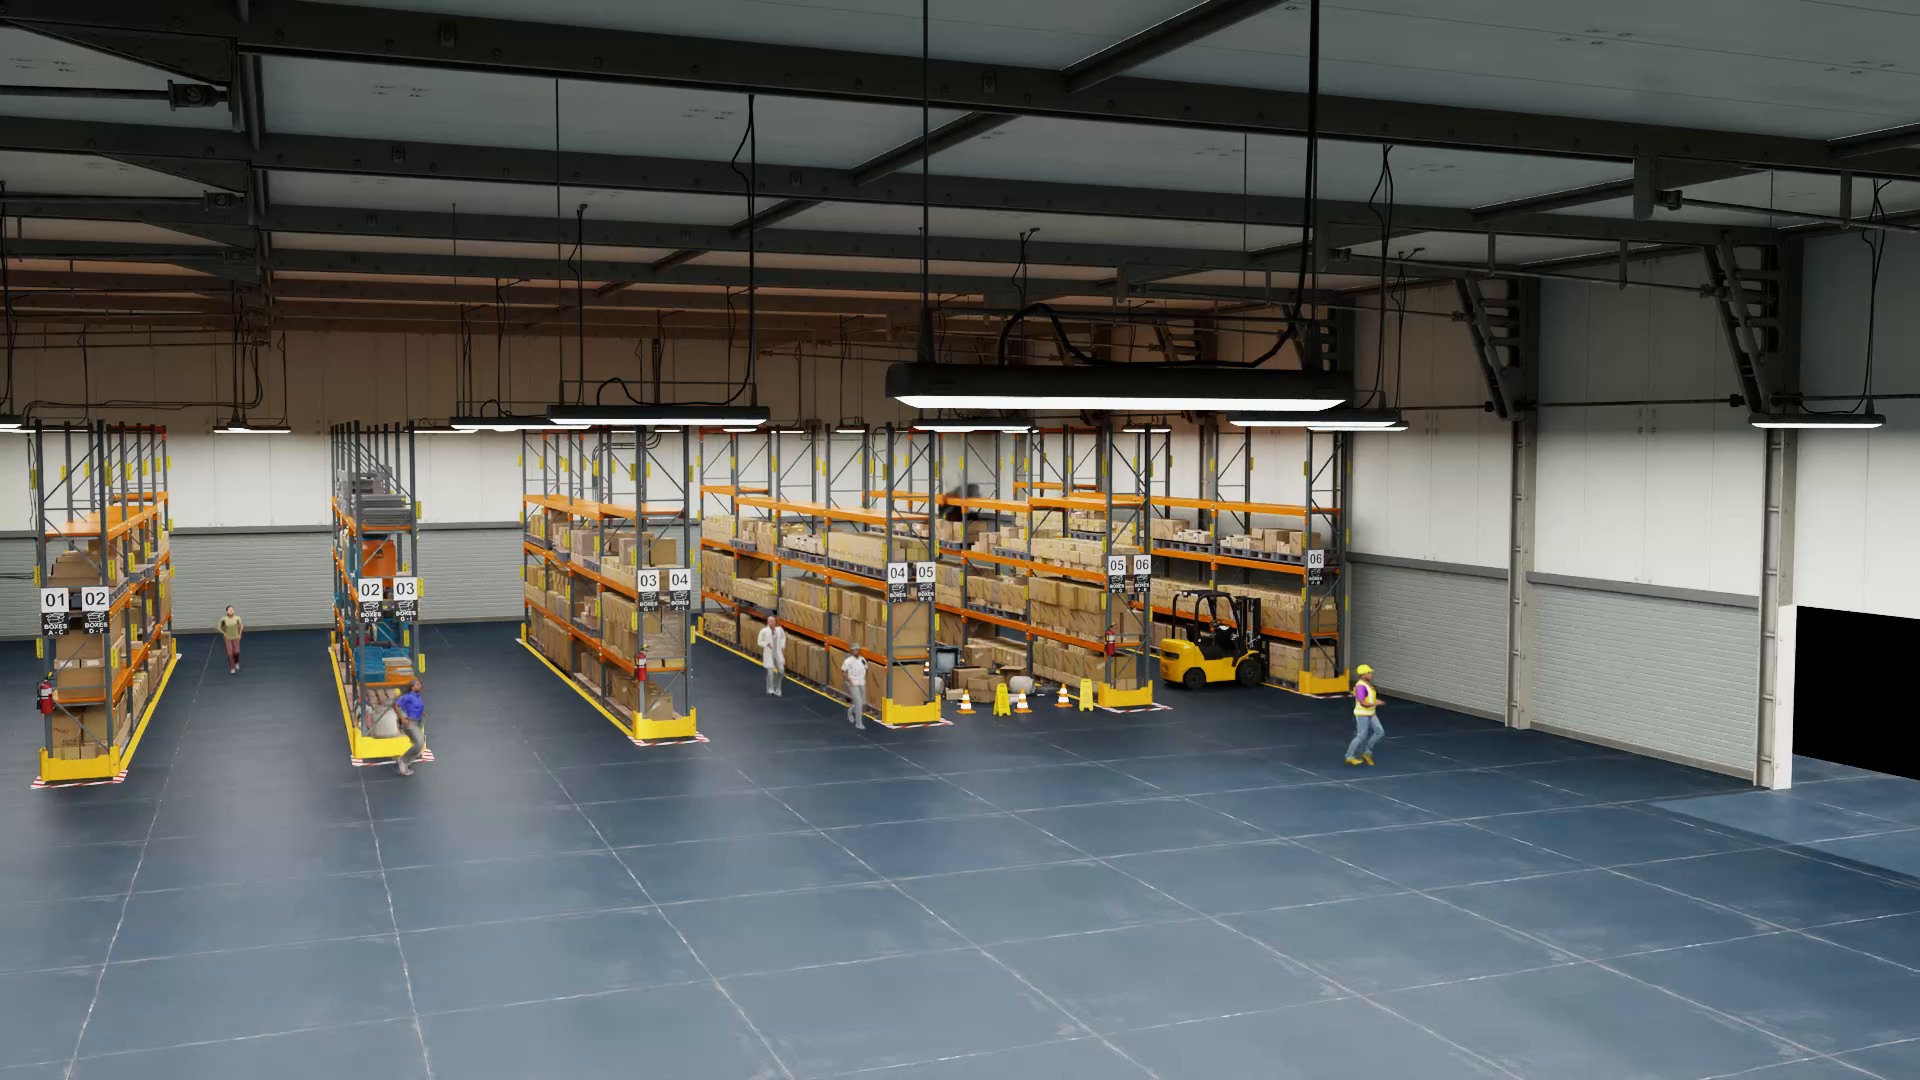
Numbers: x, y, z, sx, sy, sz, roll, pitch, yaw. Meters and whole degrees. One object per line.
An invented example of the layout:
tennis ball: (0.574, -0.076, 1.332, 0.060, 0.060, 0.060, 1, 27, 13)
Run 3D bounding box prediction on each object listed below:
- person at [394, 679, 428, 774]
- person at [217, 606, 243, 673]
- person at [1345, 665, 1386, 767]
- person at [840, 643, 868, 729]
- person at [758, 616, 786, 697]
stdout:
person: (-9.253, 3.160, 28.231, 0.497, 1.577, 0.583, 0, 4, 7)
person: (-17.603, 2.397, 40.144, 0.581, 1.632, 0.531, -2, 4, -26)
person: (7.030, 3.046, 28.751, 0.711, 1.784, 0.671, 2, 4, 31)
person: (-2.055, 2.865, 32.785, 0.595, 1.709, 0.680, -3, 5, -38)
person: (-4.100, 2.566, 36.516, 0.681, 1.796, 0.775, -1, 4, -20)
